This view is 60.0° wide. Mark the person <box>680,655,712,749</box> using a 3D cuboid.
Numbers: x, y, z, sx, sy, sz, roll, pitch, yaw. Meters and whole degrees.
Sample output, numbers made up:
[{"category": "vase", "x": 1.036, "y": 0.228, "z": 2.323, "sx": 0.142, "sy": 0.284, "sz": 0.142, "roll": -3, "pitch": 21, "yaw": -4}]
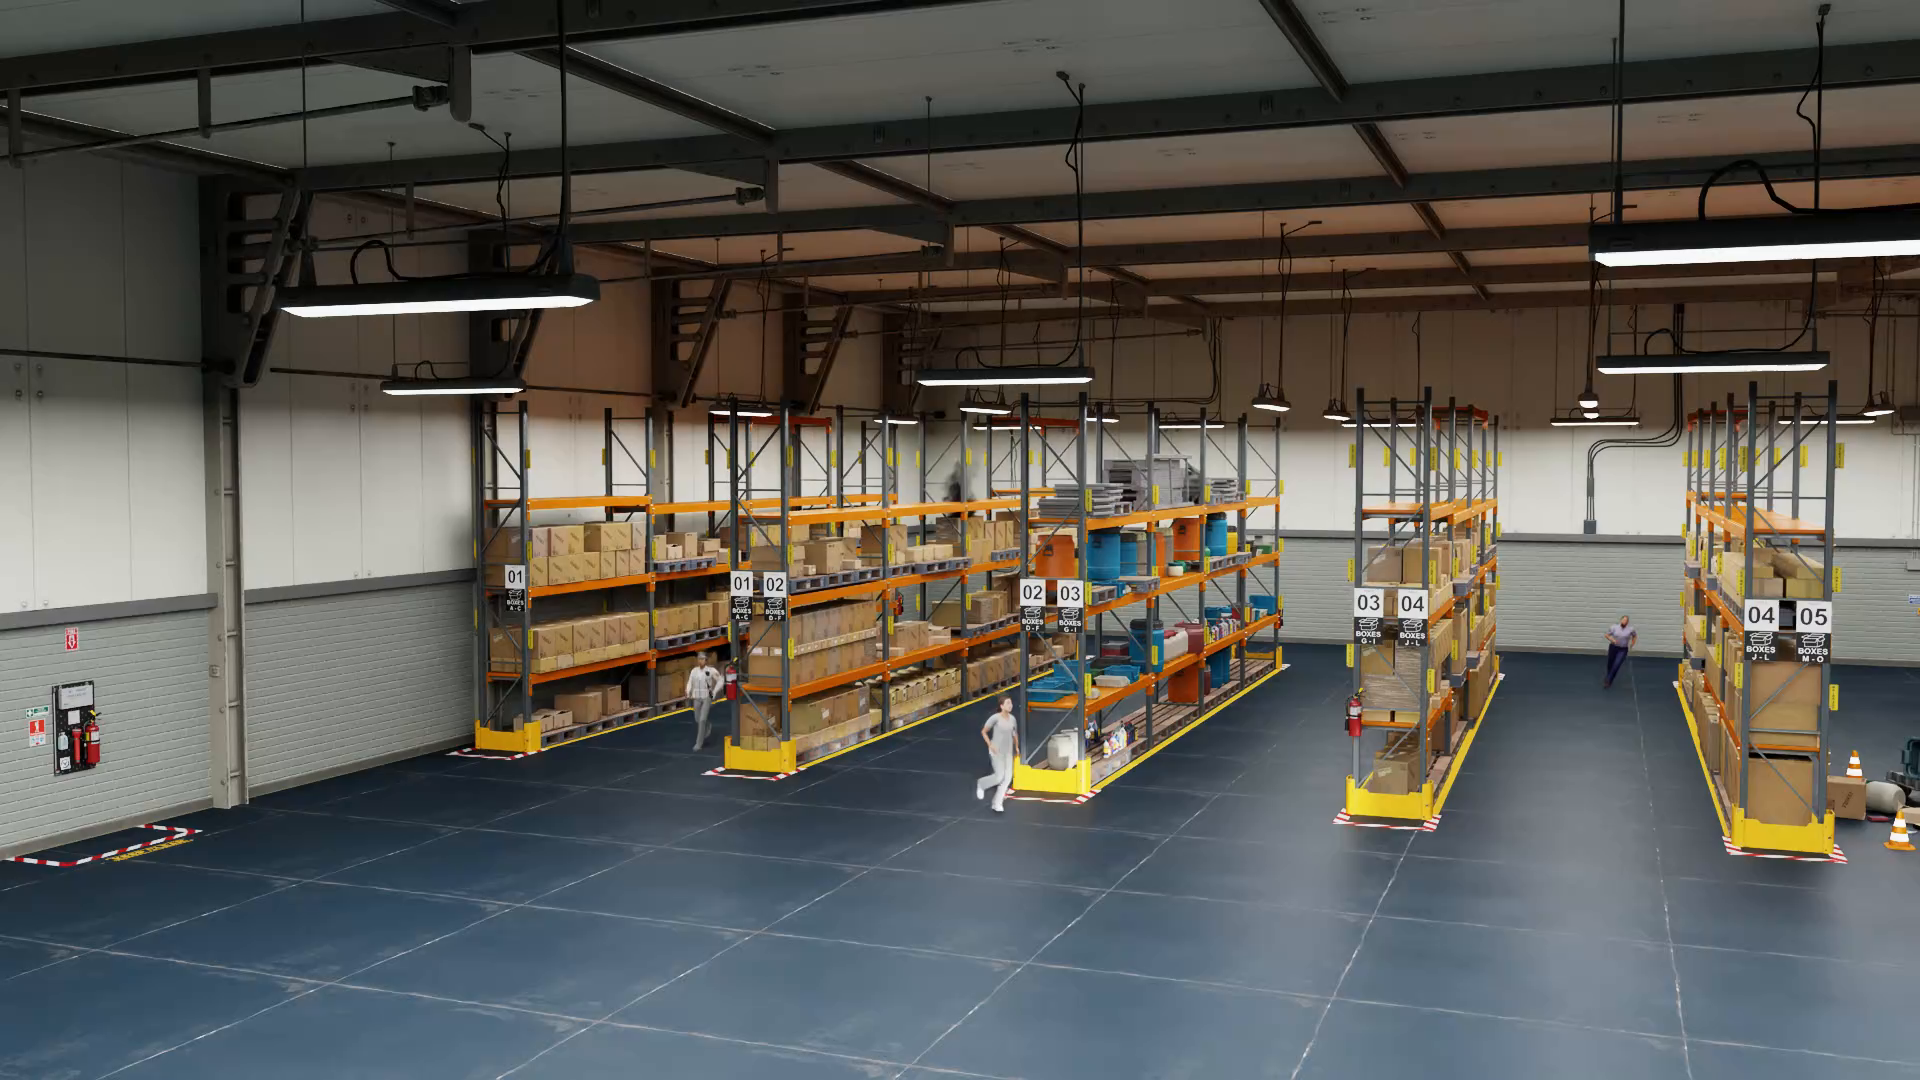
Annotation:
[{"category": "person", "x": -4.541, "y": 2.780, "z": 28.491, "sx": 0.604, "sy": 1.647, "sz": 0.569, "roll": 0, "pitch": 3, "yaw": 6}]

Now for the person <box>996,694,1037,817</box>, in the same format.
[{"category": "person", "x": 0.837, "y": 3.016, "z": 23.535, "sx": 0.551, "sy": 1.687, "sz": 0.655, "roll": -2, "pitch": 4, "yaw": -38}]

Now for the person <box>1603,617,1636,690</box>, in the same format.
[{"category": "person", "x": 14.314, "y": 2.460, "z": 36.071, "sx": 0.632, "sy": 1.587, "sz": 0.491, "roll": 1, "pitch": 3, "yaw": 17}]
